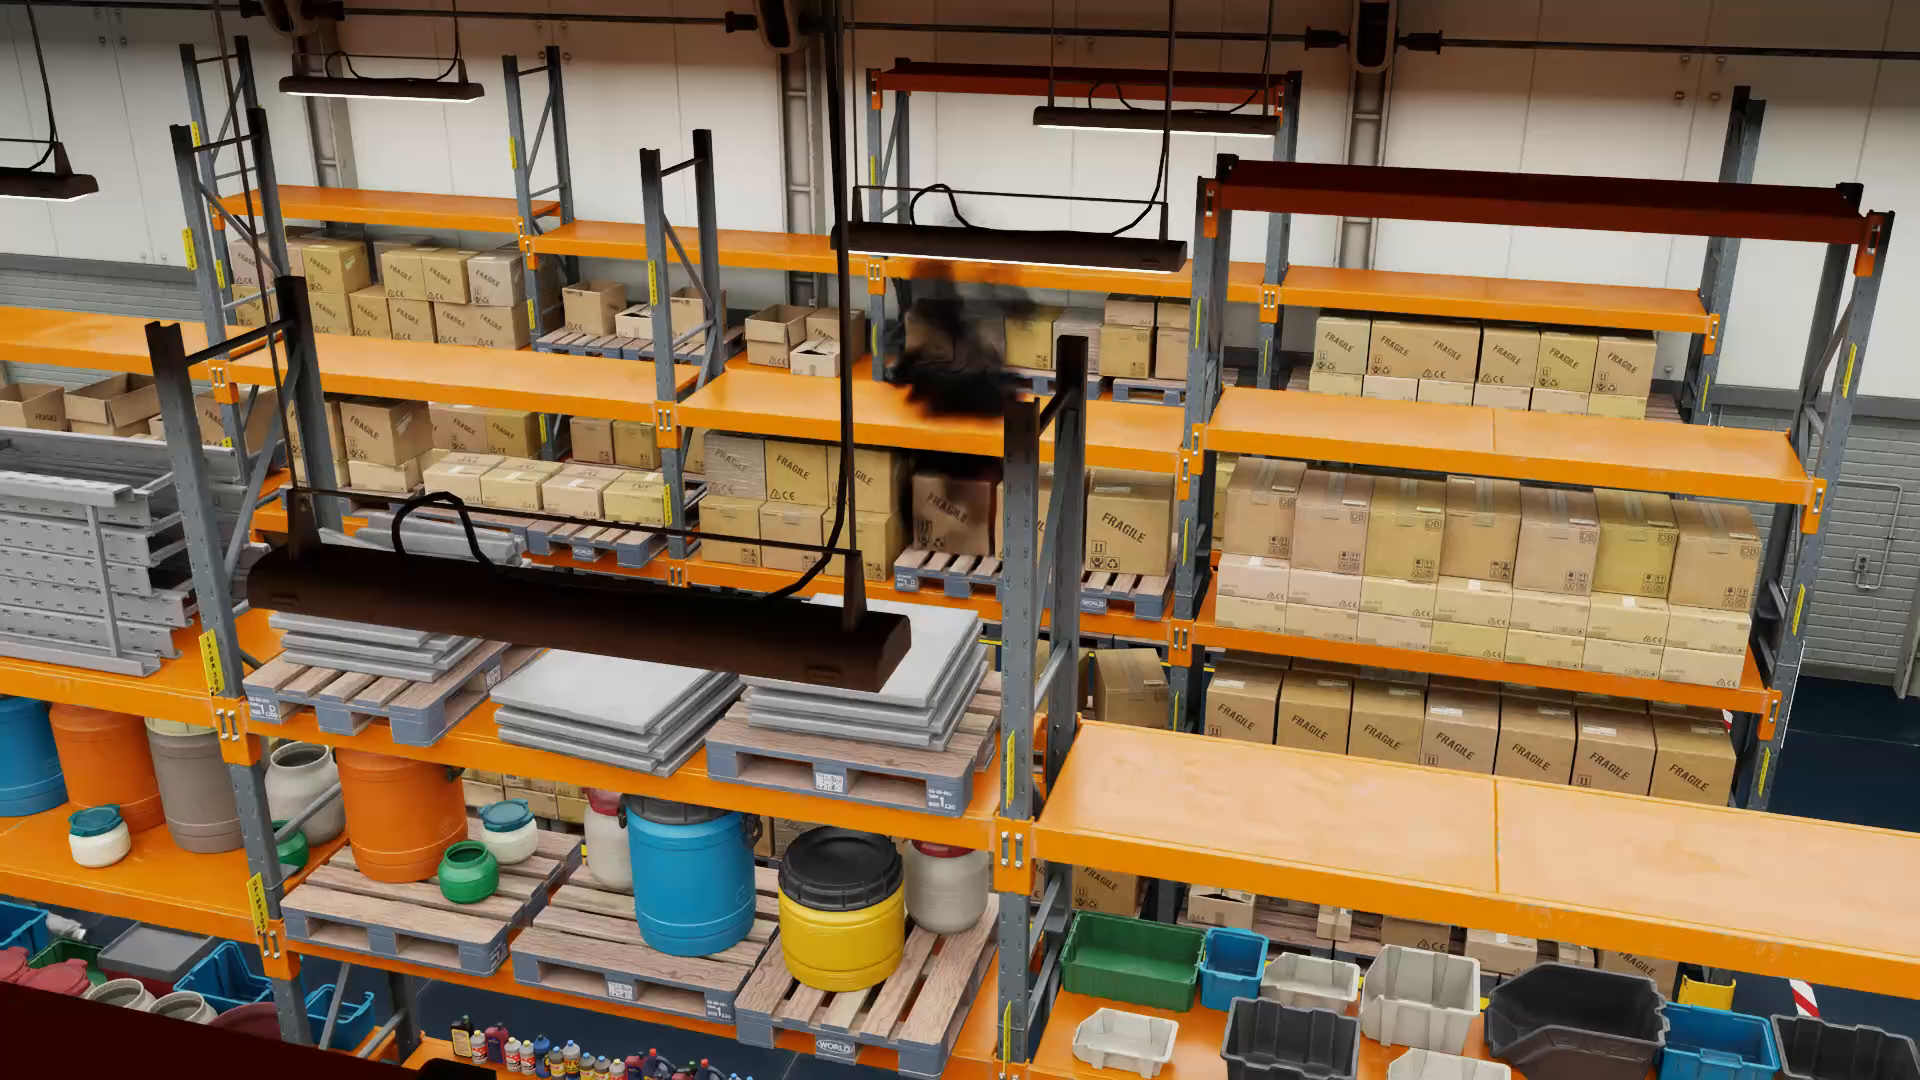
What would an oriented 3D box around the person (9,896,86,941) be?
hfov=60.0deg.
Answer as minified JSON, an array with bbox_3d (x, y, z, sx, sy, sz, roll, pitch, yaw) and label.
[{"bbox_3d":[-7.053,2.520,12.670,0.743,1.561,0.546,4,23,9],"label":"person"}]
